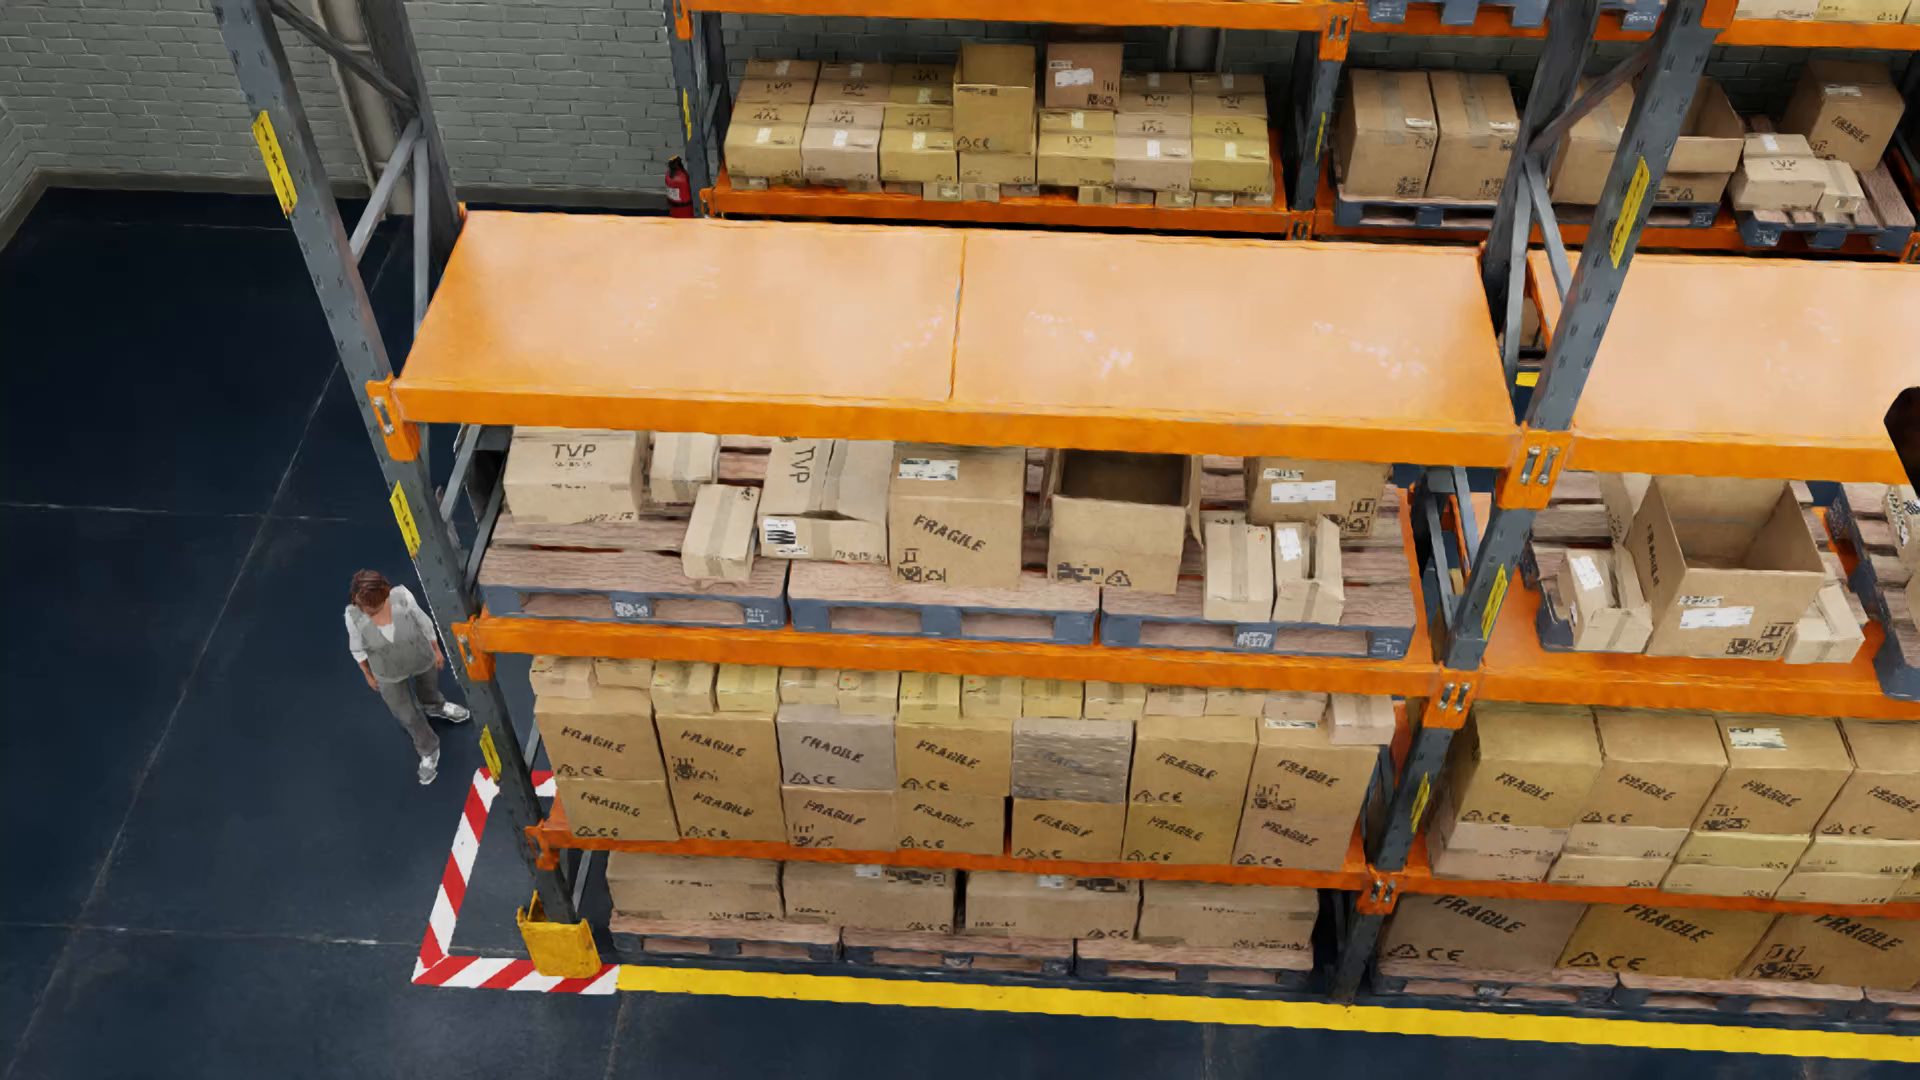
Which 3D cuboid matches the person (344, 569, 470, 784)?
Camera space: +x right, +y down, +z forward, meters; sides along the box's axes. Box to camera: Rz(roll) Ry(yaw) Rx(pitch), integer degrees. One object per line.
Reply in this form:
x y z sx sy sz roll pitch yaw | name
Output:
-3.042 0.650 9.094 0.469 1.591 0.518 -24 52 -20 | person
